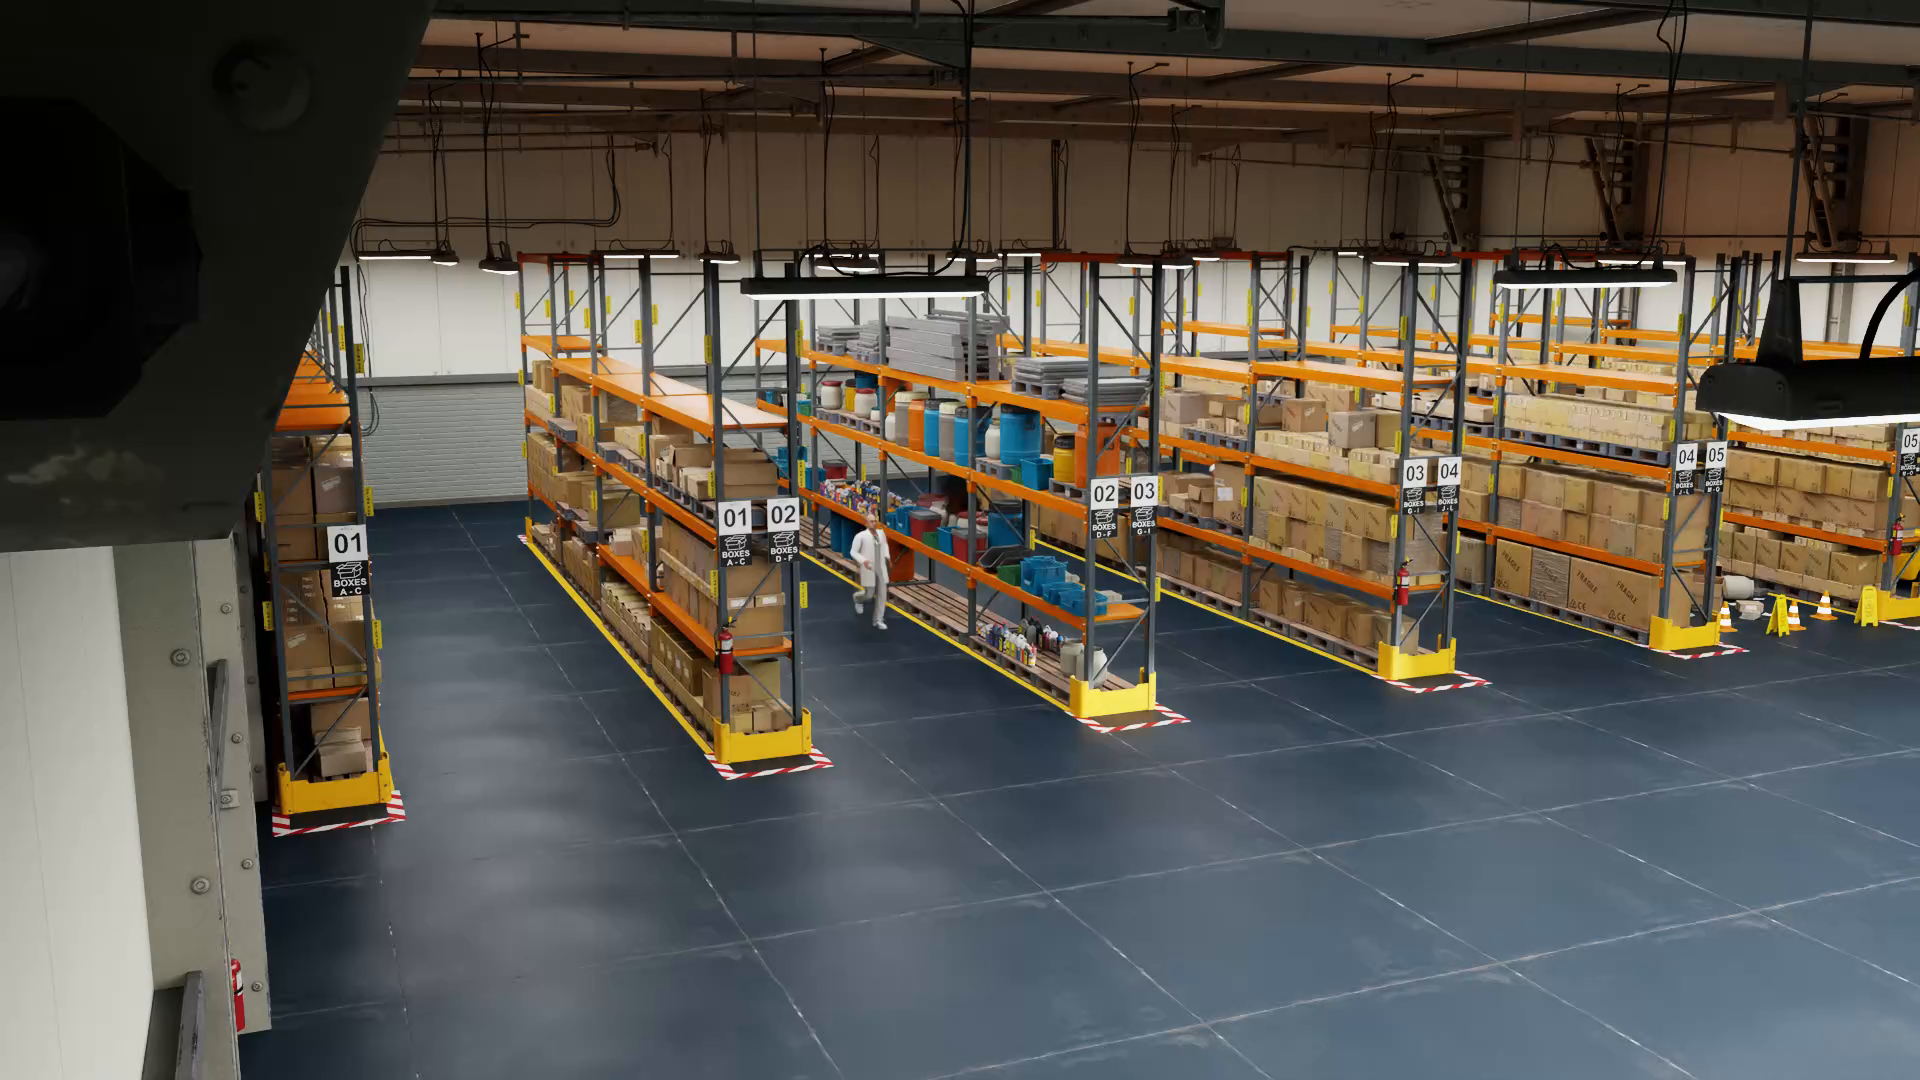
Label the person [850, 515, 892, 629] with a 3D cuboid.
[{"bbox_3d":[-1.375,0.566,26.015,0.720,1.571,0.878,-6,12,-31],"label":"person"}]

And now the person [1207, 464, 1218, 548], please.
[{"bbox_3d":[5.249,-0.688,33.941,0.635,1.727,0.564,-5,11,-24],"label":"person"}]
